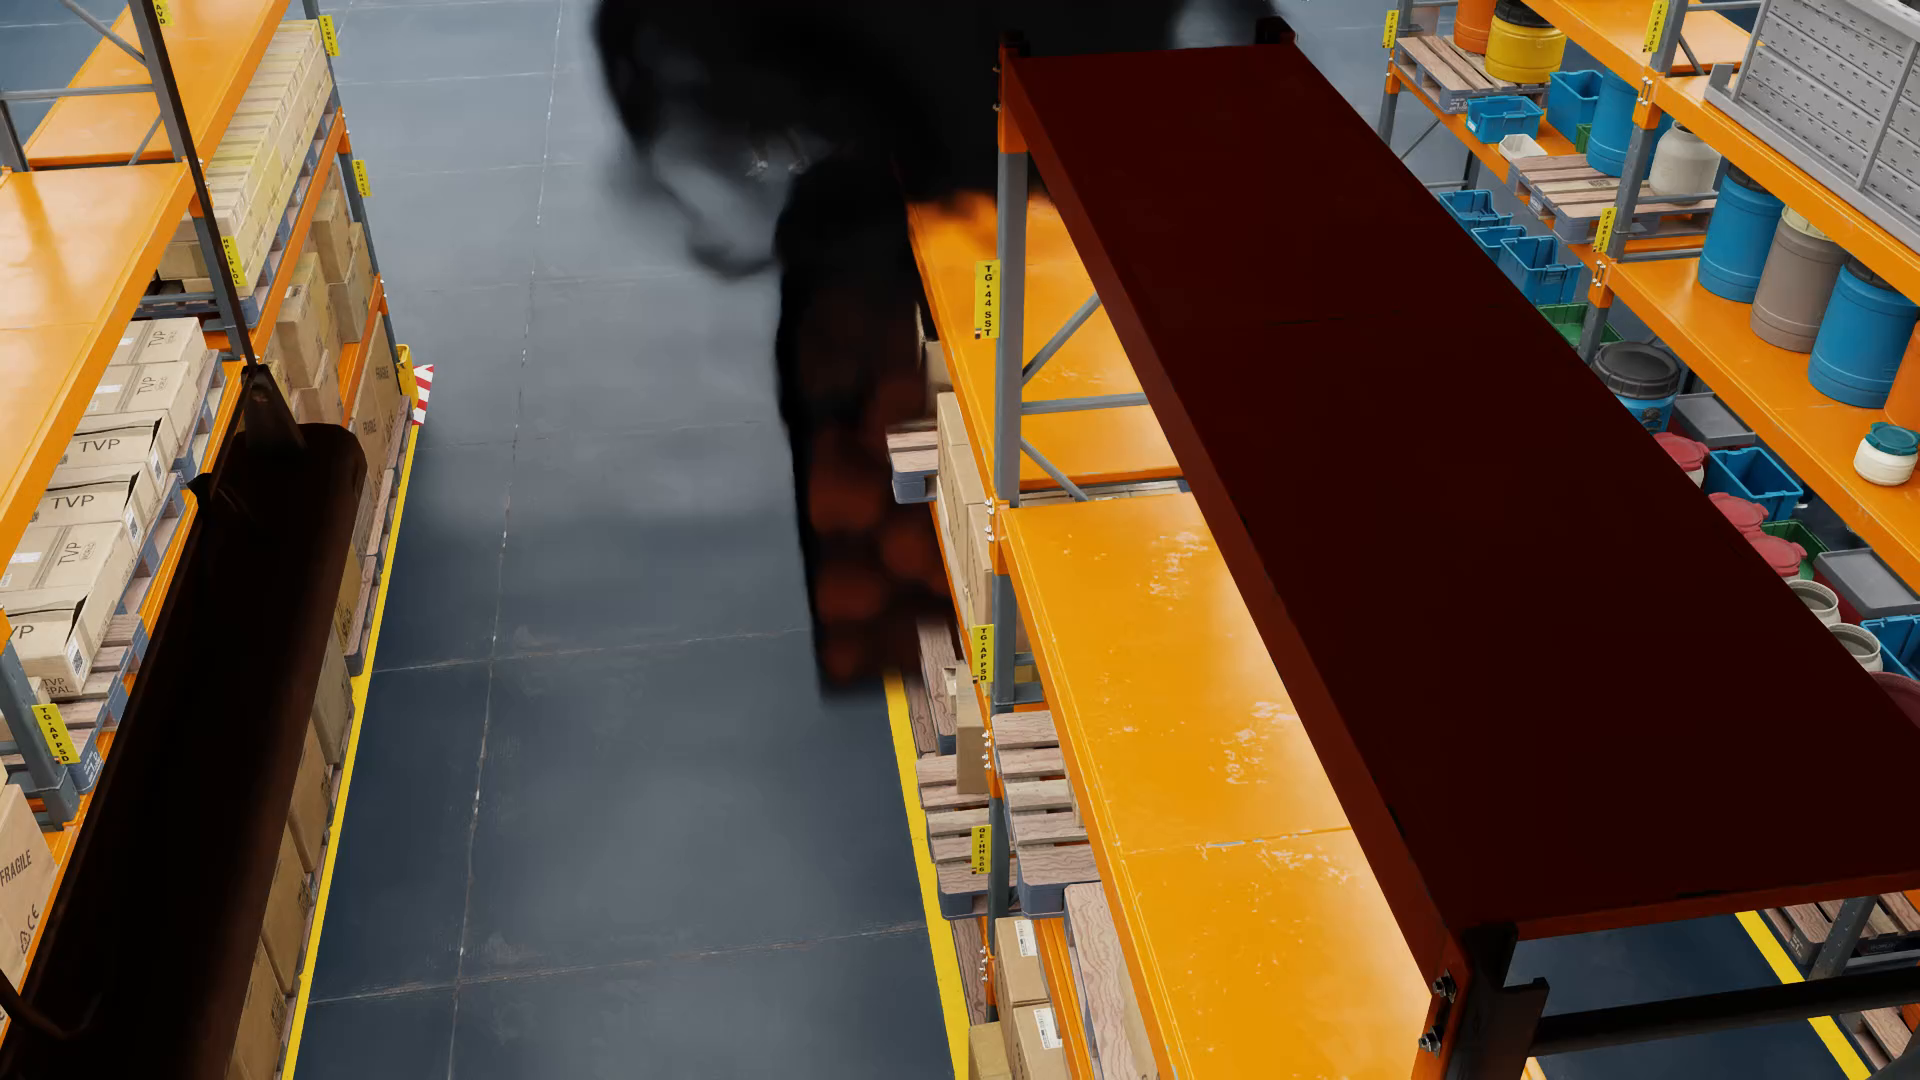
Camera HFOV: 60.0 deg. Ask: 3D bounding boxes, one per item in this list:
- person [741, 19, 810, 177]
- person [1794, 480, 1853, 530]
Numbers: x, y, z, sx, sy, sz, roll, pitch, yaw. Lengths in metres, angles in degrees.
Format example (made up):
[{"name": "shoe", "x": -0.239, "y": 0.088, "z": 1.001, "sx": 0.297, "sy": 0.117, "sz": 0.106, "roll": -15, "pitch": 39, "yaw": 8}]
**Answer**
[{"name": "person", "x": -2.103, "y": -4.936, "z": 18.677, "sx": 0.787, "sy": 1.834, "sz": 0.720, "roll": 12, "pitch": 38, "yaw": 16}, {"name": "person", "x": 7.062, "y": -0.785, "z": 13.147, "sx": 0.565, "sy": 1.631, "sz": 0.778, "roll": -20, "pitch": 41, "yaw": -25}]
